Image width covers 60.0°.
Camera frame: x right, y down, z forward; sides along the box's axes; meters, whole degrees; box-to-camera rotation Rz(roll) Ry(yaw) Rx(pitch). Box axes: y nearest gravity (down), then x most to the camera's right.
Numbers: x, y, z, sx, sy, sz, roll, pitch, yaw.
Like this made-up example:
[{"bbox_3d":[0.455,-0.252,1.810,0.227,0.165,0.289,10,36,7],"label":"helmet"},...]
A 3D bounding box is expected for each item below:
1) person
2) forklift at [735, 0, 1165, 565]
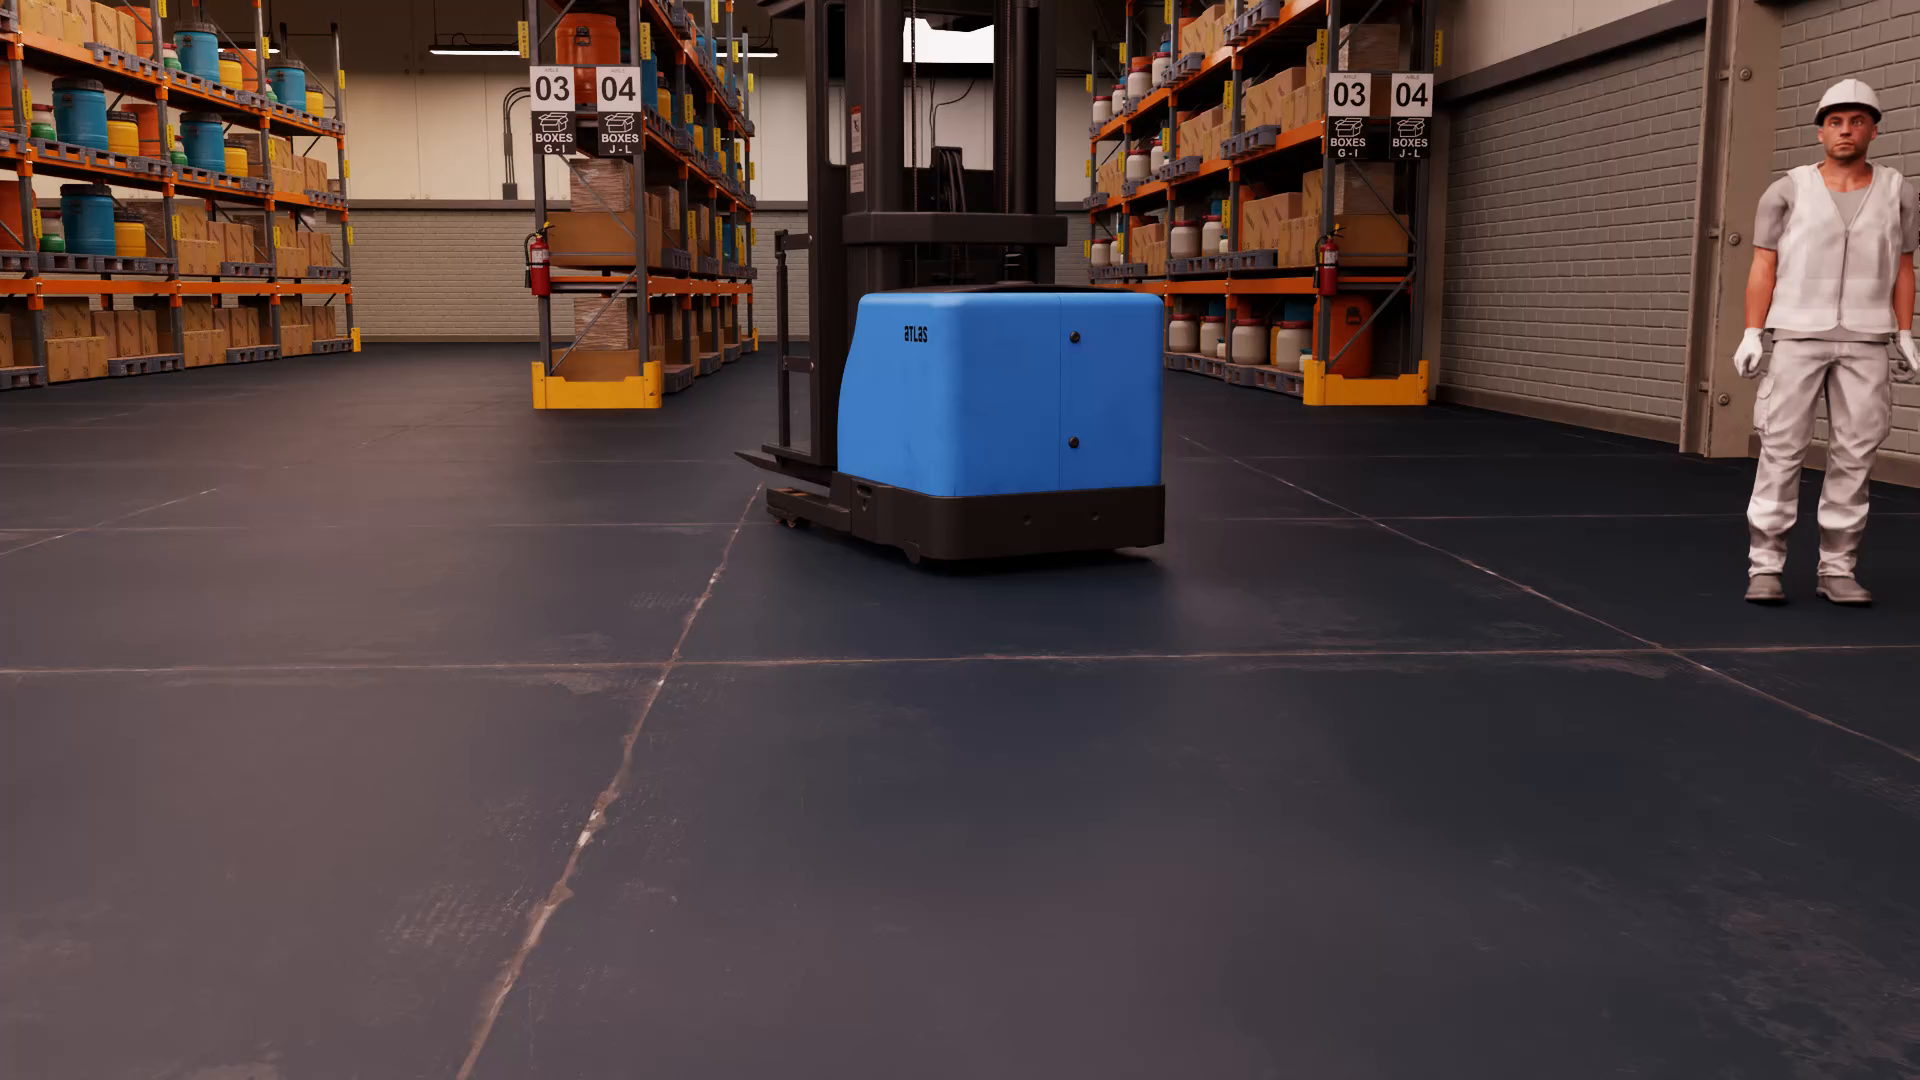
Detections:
[{"bbox_3d":[3.008,-0.673,5.753,0.587,1.795,0.367,2,9,15],"label":"person"},{"bbox_3d":[-0.264,-1.530,7.637,1.130,2.935,3.031,-4,9,-25],"label":"forklift"}]
